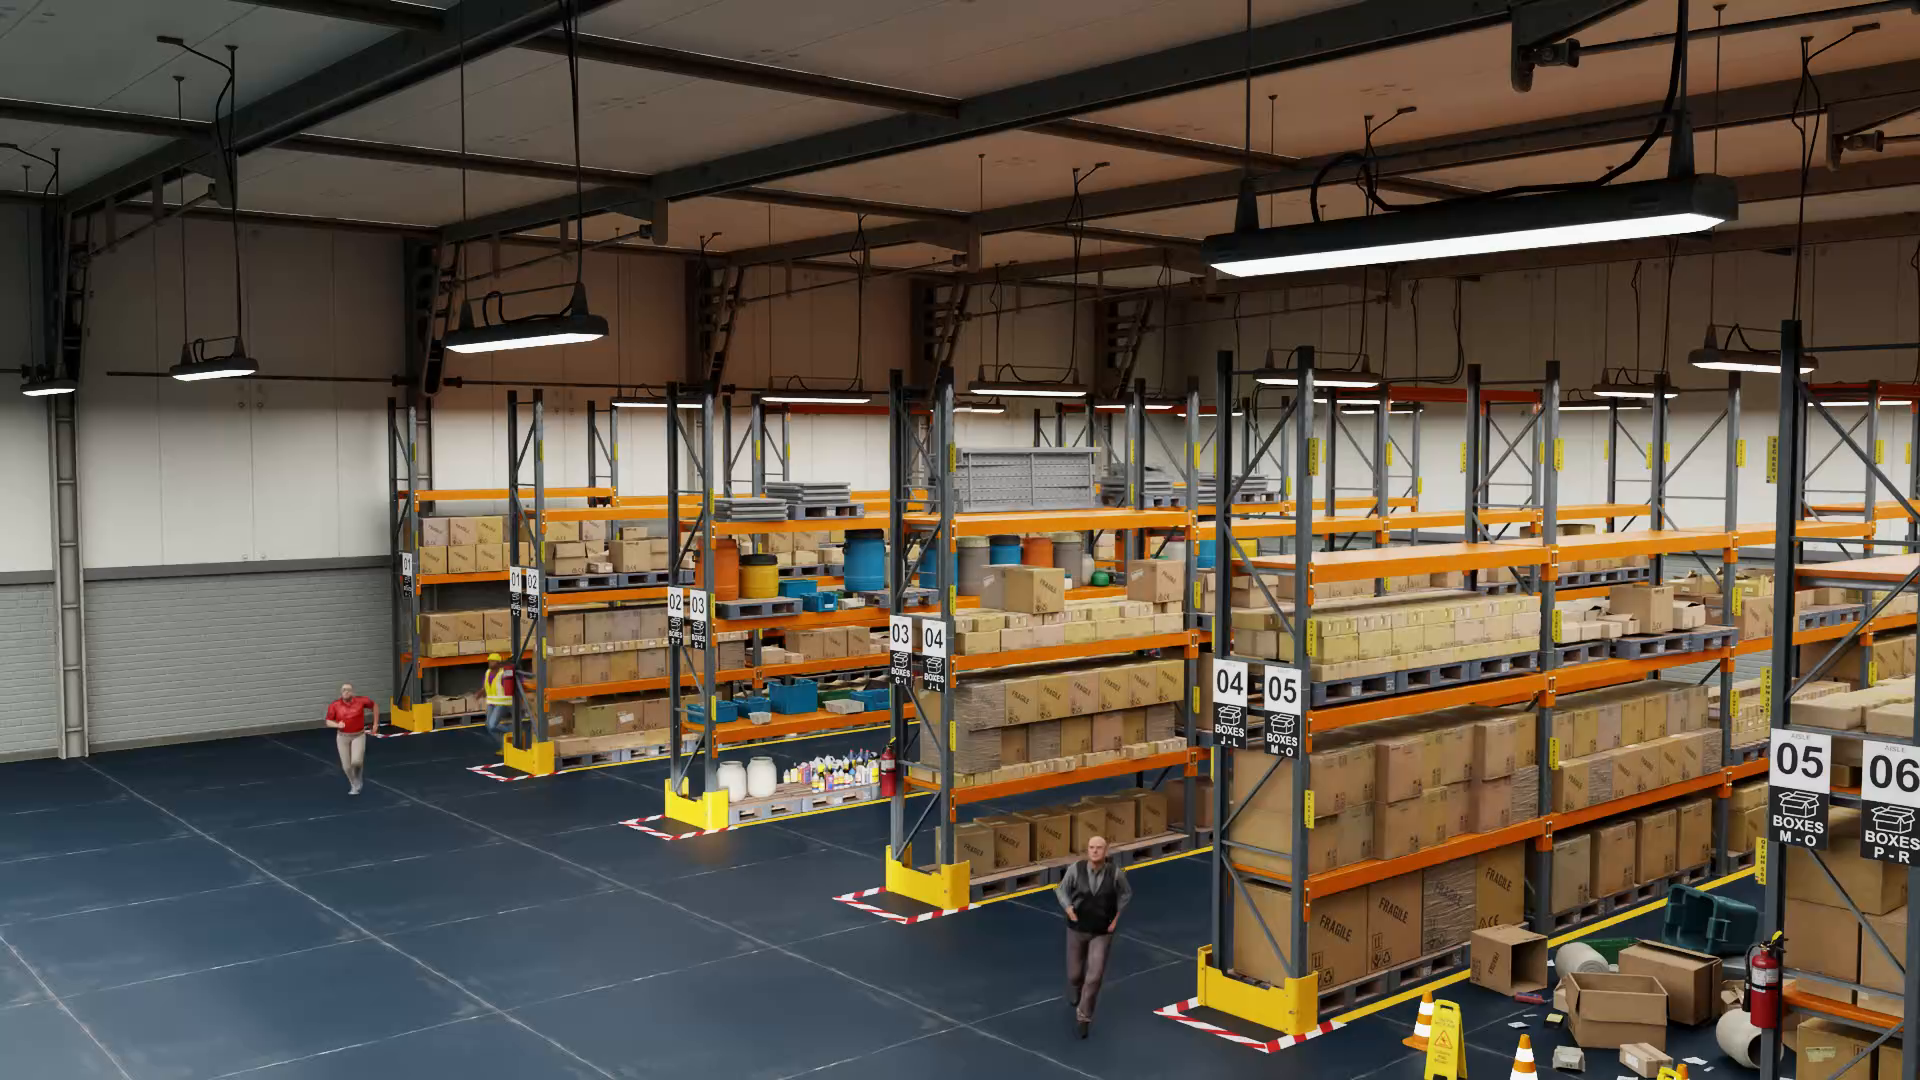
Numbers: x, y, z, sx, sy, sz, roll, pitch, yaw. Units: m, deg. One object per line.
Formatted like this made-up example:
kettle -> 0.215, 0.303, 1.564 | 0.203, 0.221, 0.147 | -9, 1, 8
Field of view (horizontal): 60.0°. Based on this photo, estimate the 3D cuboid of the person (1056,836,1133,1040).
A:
person -> 1.187, 3.463, 14.742 | 0.674, 1.716, 0.807 | 1, 3, 9

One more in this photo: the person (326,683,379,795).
person -> -8.834, 2.903, 24.168 | 0.703, 1.677, 0.748 | -1, 3, -14

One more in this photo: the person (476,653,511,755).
person -> -7.653, 2.713, 27.440 | 0.702, 1.709, 0.616 | 2, 4, 29
